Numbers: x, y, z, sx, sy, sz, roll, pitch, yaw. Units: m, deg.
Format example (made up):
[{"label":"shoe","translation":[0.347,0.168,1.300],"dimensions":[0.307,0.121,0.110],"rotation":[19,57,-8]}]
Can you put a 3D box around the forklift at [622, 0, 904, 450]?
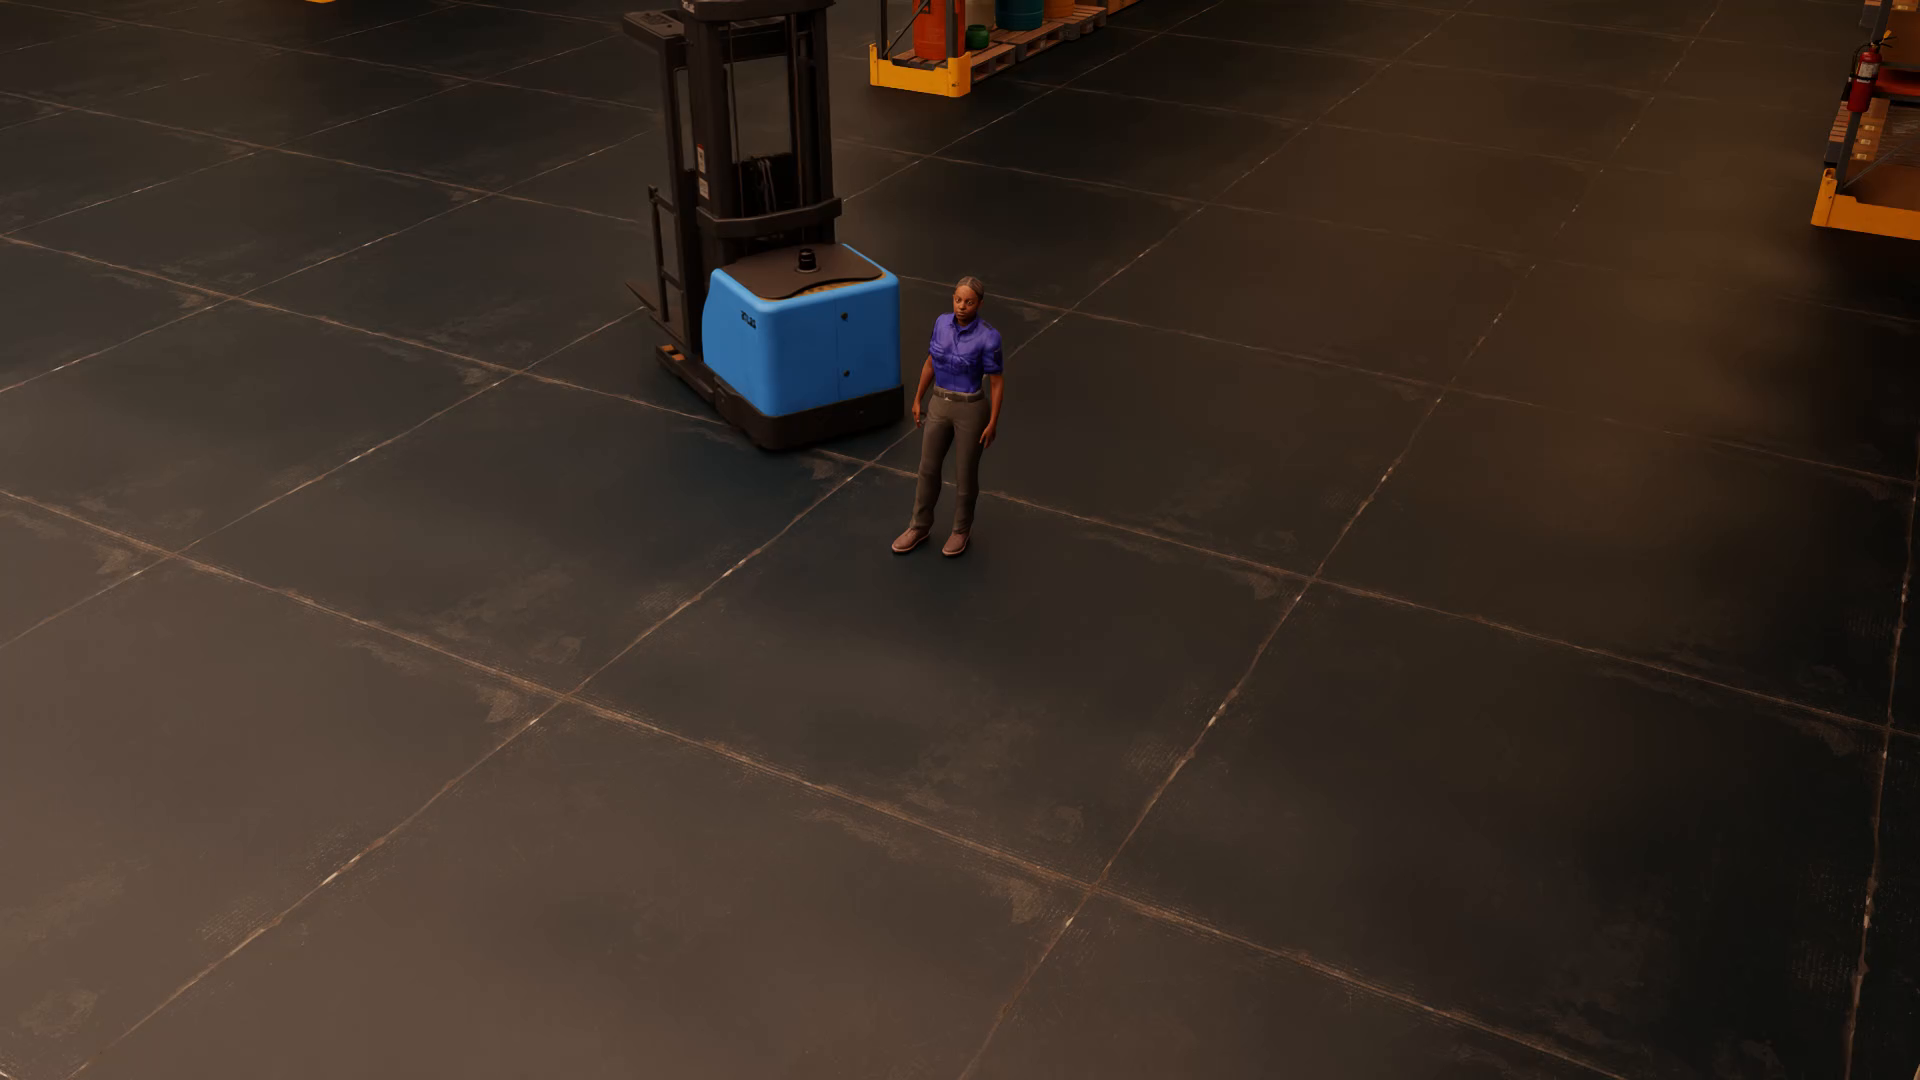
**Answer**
[{"label":"forklift","translation":[-1.570,-2.557,11.502],"dimensions":[1.130,2.935,3.031],"rotation":[-17,34,-27]}]

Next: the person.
[{"label":"person","translation":[-0.060,-0.684,9.530],"dimensions":[0.570,1.644,0.503],"rotation":[15,33,25]}]
